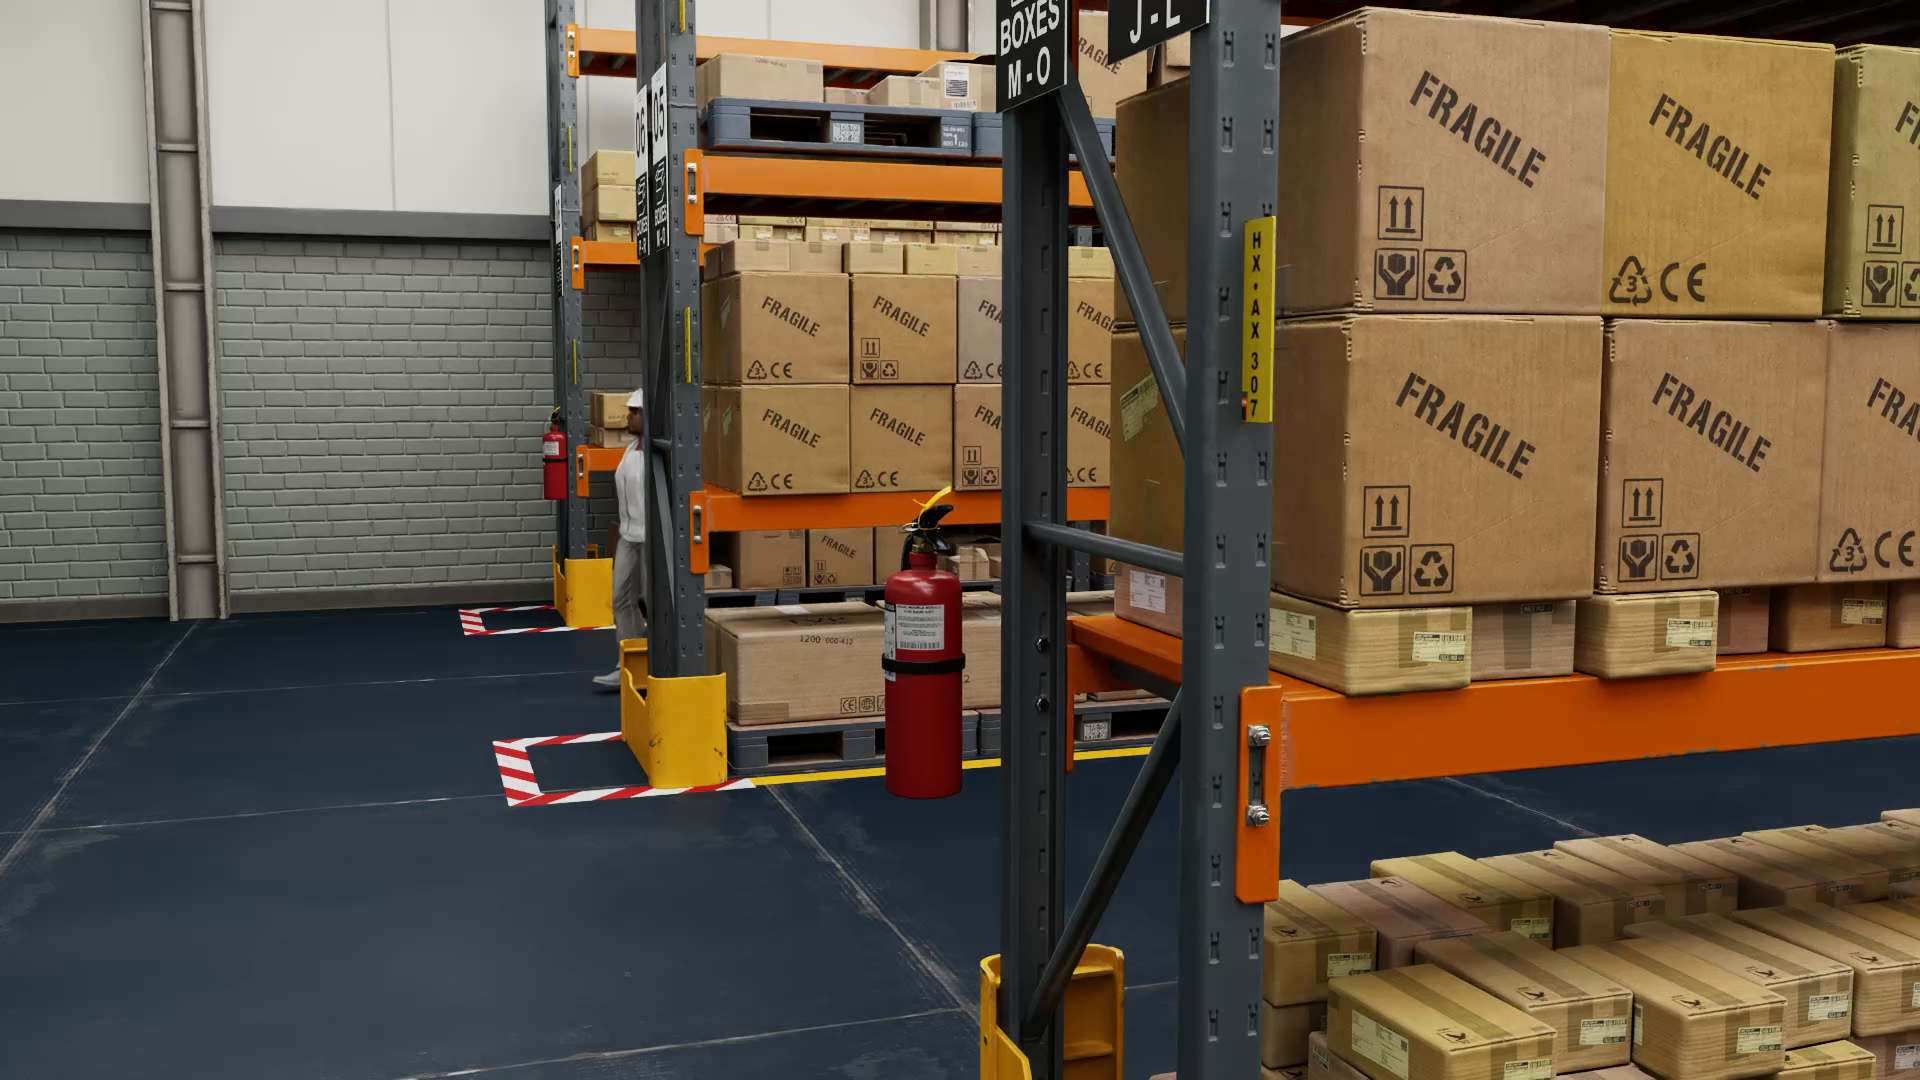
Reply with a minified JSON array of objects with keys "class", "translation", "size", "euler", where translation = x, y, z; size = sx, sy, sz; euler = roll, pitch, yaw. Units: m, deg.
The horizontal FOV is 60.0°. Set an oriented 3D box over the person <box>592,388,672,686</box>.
[{"class":"person","translation":[-1.769,-0.013,9.754],"size":[0.819,1.753,0.579],"euler":[-5,8,-42]}]
